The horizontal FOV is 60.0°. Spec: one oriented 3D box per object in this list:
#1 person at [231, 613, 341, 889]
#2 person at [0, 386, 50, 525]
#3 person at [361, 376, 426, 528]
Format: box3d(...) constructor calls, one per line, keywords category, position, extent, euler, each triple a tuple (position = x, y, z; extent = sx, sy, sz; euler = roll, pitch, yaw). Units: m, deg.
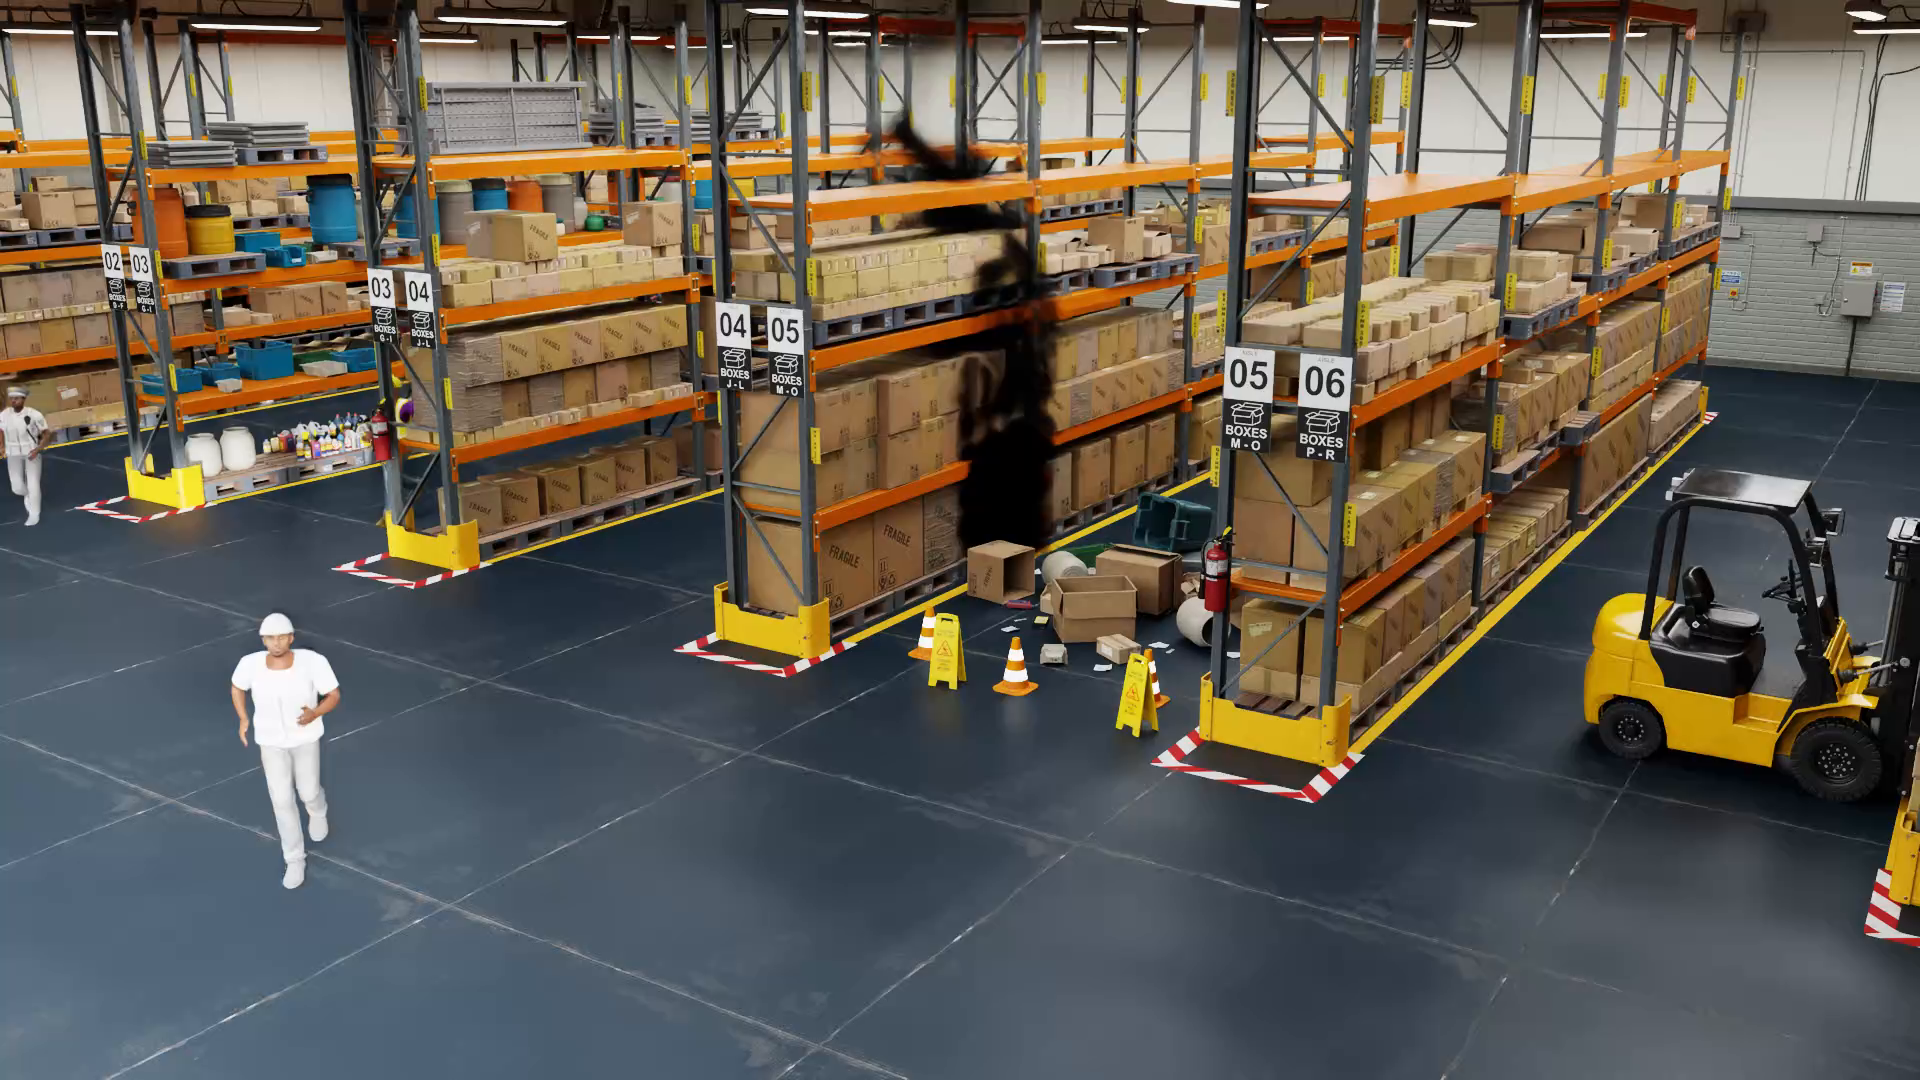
box3d(category="person", position=(-4.478, 1.335, 11.112), extent=(0.695, 1.777, 0.849), euler=(-4, 16, -16))
box3d(category="person", position=(-11.174, -1.030, 19.894), extent=(0.599, 1.674, 0.531), euler=(-4, 16, -13))
box3d(category="person", position=(-6.747, -1.095, 19.941), extent=(0.712, 1.754, 0.932), euler=(8, 17, 25))
